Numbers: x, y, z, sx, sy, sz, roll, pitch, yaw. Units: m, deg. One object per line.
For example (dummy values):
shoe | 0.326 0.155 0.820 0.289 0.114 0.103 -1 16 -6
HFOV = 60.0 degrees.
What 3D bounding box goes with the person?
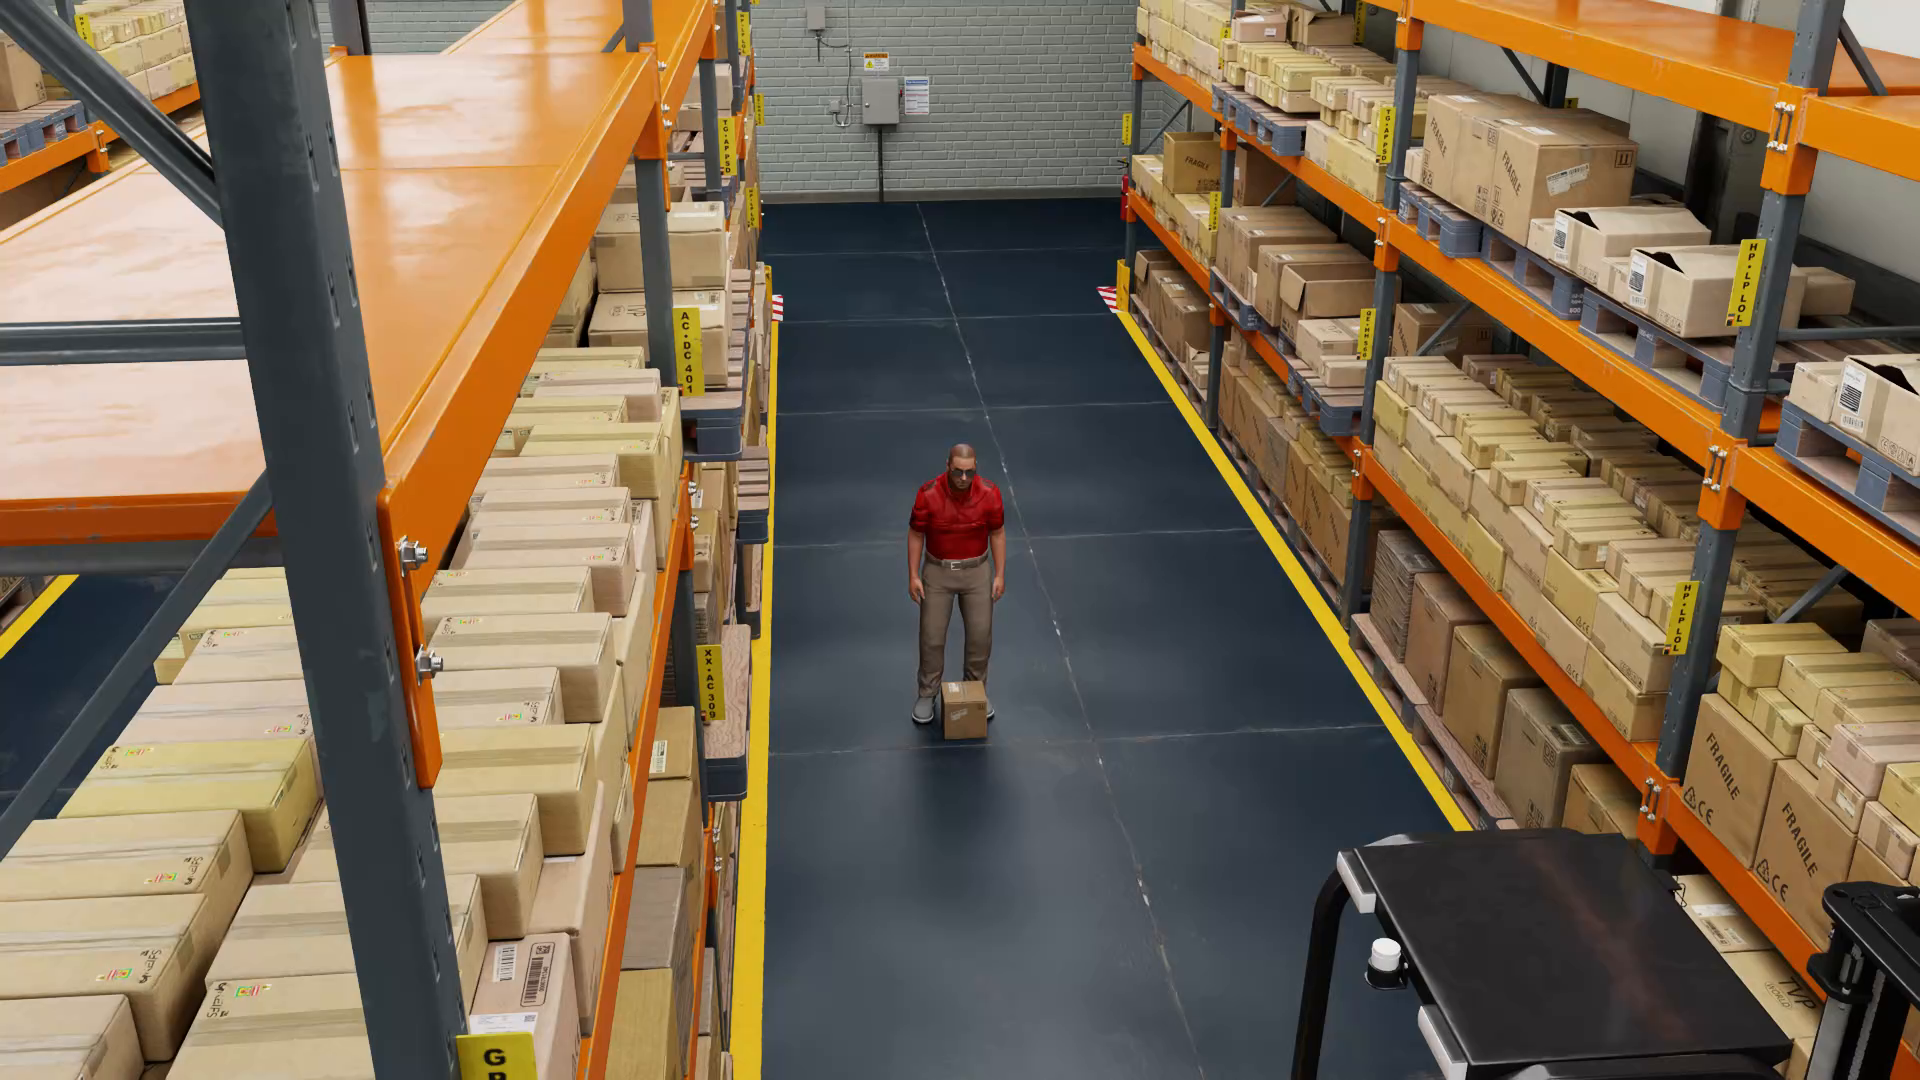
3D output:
person | -0.016 0.232 9.811 0.583 1.726 0.385 -2 24 -6
